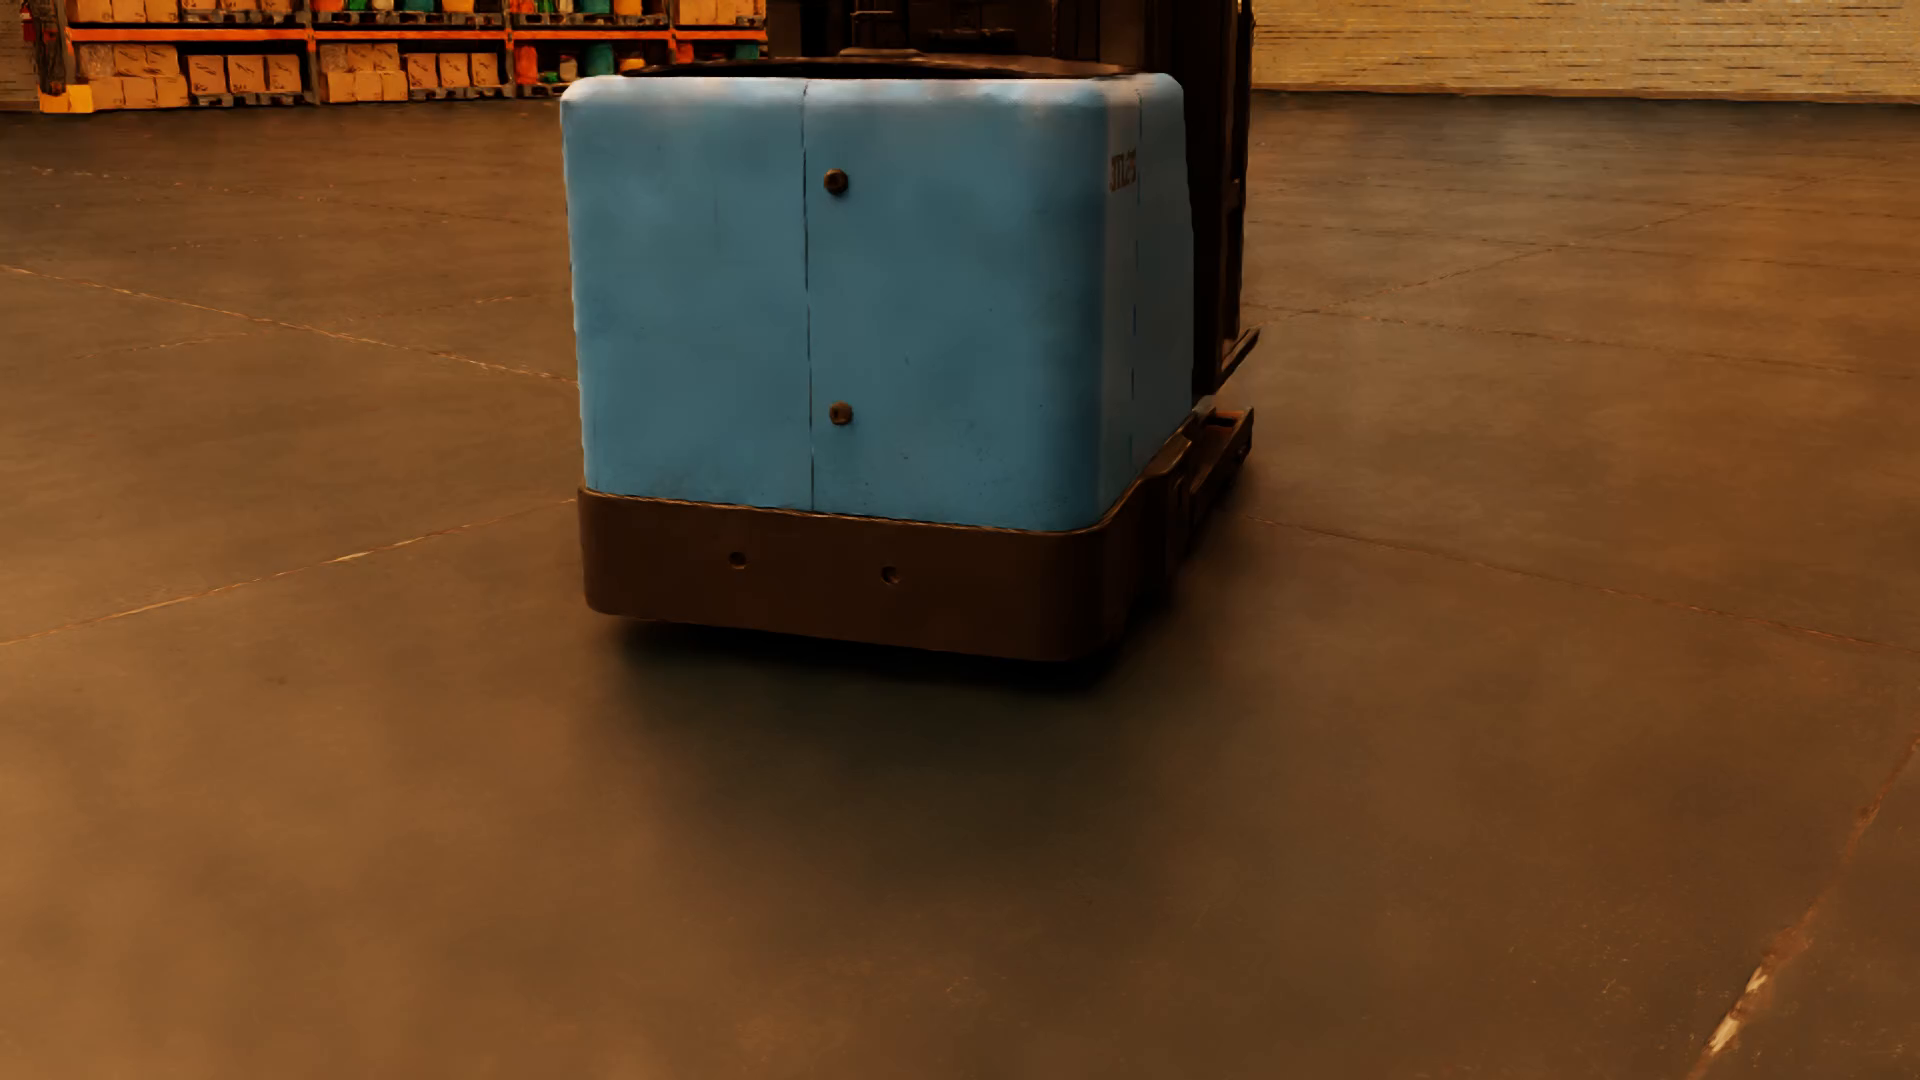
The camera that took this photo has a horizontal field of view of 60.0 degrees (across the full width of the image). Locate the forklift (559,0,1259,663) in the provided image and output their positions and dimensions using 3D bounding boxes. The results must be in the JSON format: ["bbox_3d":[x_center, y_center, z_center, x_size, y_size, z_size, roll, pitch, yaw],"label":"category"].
[{"bbox_3d":[0.182,-1.571,4.072,1.130,2.935,3.031,5,18,17],"label":"forklift"}]
